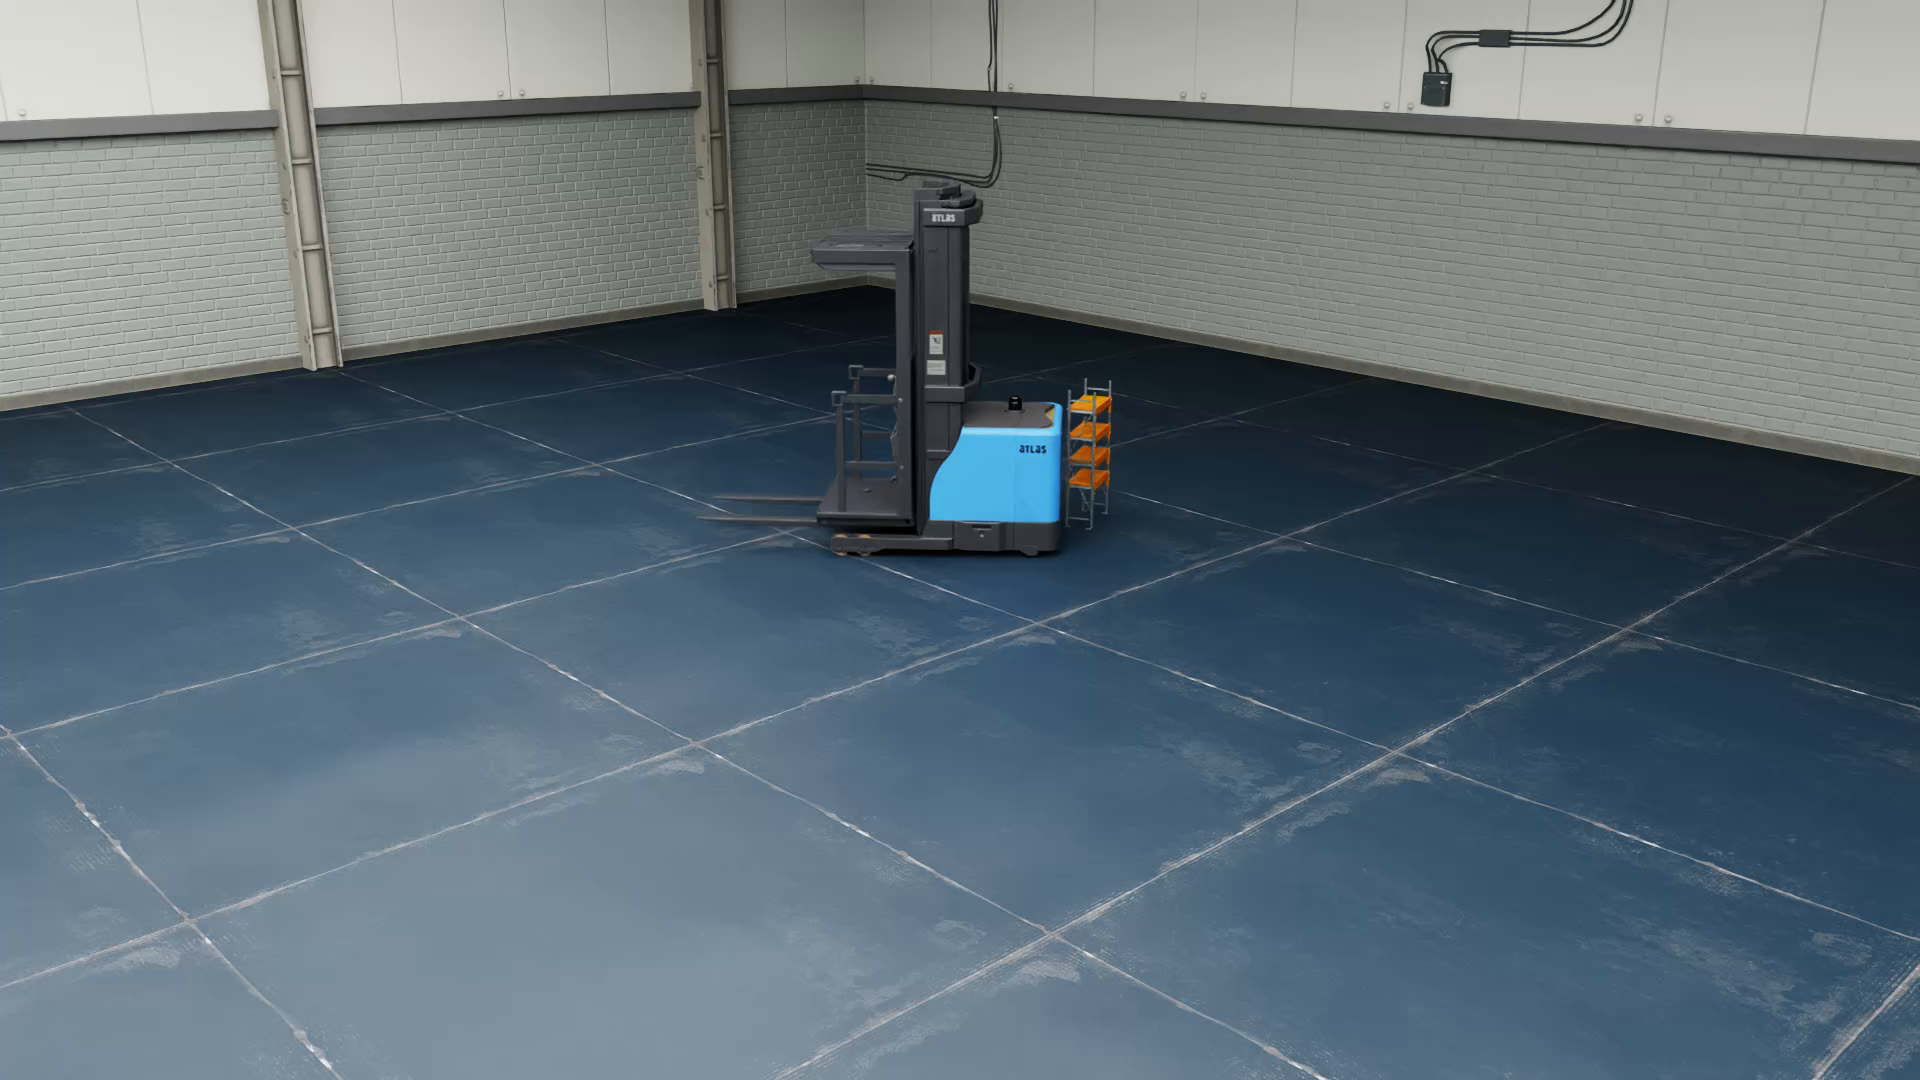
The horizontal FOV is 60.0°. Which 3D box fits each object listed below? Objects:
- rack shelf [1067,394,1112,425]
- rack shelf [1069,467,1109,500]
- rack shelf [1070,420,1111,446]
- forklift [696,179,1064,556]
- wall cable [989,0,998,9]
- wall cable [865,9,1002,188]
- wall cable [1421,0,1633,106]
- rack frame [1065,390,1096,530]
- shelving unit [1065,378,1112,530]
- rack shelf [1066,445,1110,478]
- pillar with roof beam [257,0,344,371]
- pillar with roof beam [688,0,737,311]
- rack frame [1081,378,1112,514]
[{"bbox_3d":[1.109,-1.118,14.214,0.258,0.148,0.480,7,19,19],"label":"rack shelf"},{"bbox_3d":[1.108,-0.492,14.417,0.258,0.148,0.480,7,19,19],"label":"rack shelf"},{"bbox_3d":[1.109,-0.893,14.287,0.258,0.148,0.480,7,19,19],"label":"rack shelf"},{"bbox_3d":[-0.658,-1.429,13.641,3.031,2.935,1.130,1,18,4],"label":"forklift"},{"bbox_3d":[1.365,-8.353,22.002,0.112,2.526,3.097,-16,24,-41],"label":"wall cable"},{"bbox_3d":[-0.493,-6.556,24.651,0.112,2.526,3.097,-16,24,-41],"label":"wall cable"},{"bbox_3d":[6.018,-7.520,17.075,0.169,6.003,2.305,-16,24,-41],"label":"wall cable"},{"bbox_3d":[1.024,-0.674,14.118,0.240,1.200,0.015,7,19,19],"label":"rack frame"},{"bbox_3d":[1.109,-0.745,14.335,0.258,1.200,0.503,7,19,19],"label":"shelving unit"},{"bbox_3d":[1.109,-0.681,14.356,0.258,0.148,0.480,7,19,19],"label":"rack shelf"},{"bbox_3d":[-4.944,-5.469,16.263,0.400,9.000,9.100,-16,24,-41],"label":"pillar with roof beam"},{"bbox_3d":[-0.585,-6.741,20.185,0.400,9.000,9.100,-16,24,-41],"label":"pillar with roof beam"},{"bbox_3d":[1.193,-0.815,14.553,0.240,1.200,0.015,7,19,19],"label":"rack frame"}]
